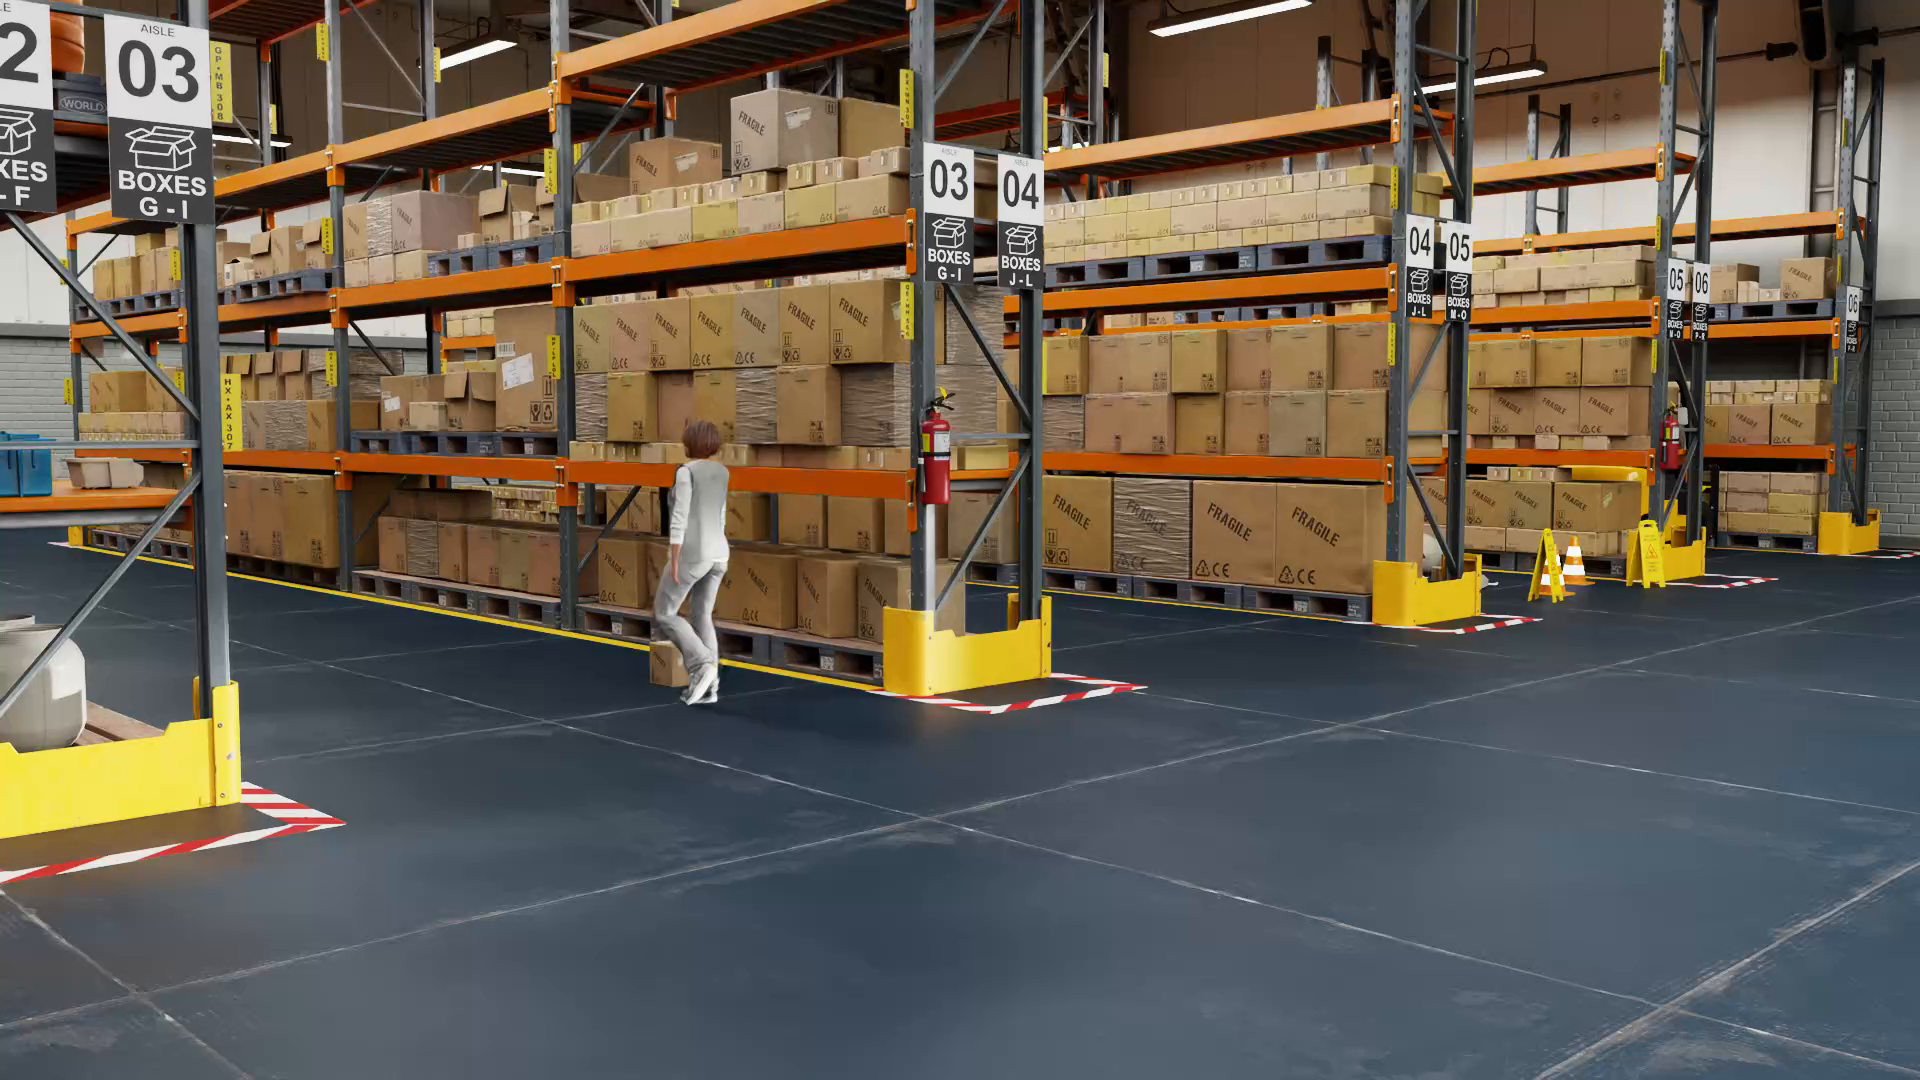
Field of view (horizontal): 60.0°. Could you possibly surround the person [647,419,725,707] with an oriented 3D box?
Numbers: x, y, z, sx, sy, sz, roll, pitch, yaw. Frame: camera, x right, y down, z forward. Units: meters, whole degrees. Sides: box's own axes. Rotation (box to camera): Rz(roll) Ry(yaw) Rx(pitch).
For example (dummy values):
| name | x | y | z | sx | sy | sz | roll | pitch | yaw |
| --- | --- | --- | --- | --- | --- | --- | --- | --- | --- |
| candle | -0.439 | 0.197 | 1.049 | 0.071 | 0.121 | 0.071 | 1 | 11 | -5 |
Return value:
| name | x | y | z | sx | sy | sz | roll | pitch | yaw |
| --- | --- | --- | --- | --- | --- | --- | --- | --- | --- |
| person | -1.514 | 0.123 | 9.299 | 0.398 | 1.592 | 0.410 | 4 | 5 | 40 |
